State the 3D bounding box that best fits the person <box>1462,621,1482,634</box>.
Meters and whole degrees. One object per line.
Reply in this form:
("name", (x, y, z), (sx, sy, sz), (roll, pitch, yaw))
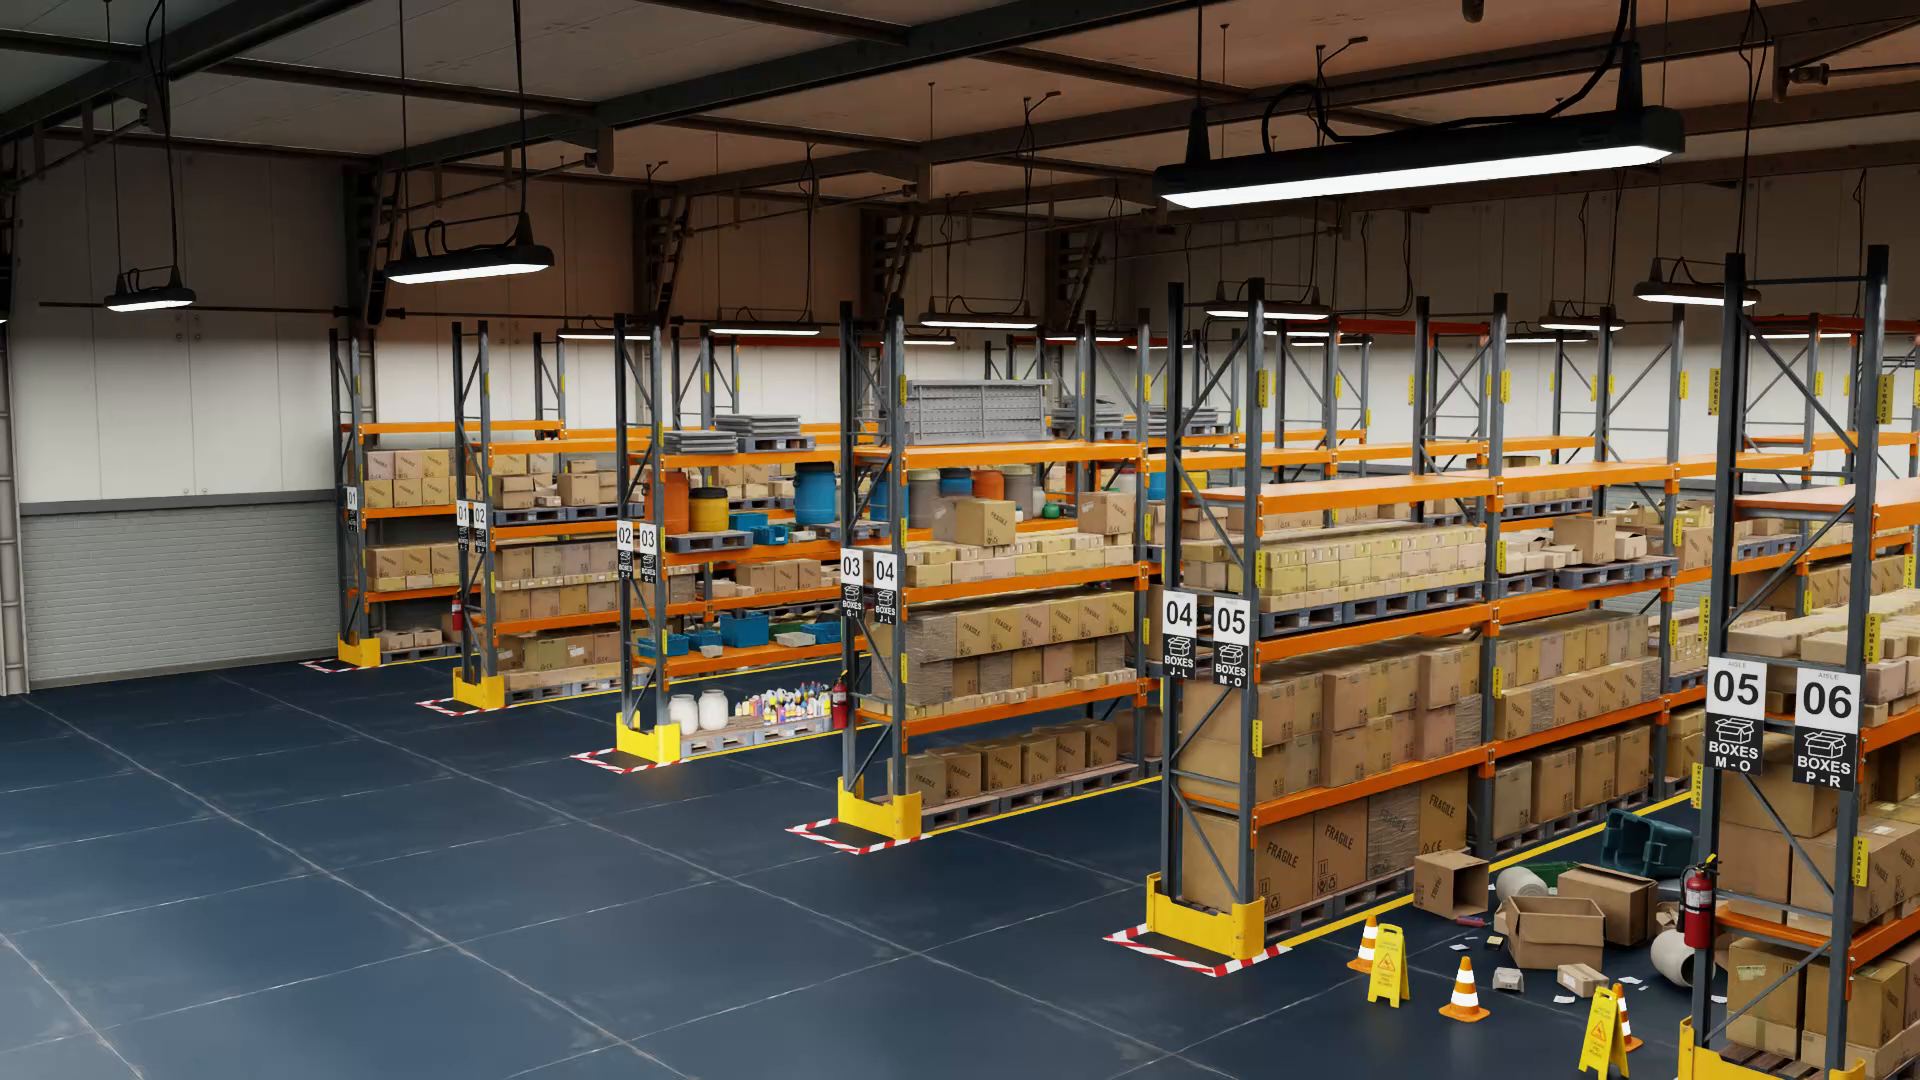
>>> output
("person", (7.443, 1.881, 24.224), (0.592, 1.714, 1.054), (5, 8, 43))
